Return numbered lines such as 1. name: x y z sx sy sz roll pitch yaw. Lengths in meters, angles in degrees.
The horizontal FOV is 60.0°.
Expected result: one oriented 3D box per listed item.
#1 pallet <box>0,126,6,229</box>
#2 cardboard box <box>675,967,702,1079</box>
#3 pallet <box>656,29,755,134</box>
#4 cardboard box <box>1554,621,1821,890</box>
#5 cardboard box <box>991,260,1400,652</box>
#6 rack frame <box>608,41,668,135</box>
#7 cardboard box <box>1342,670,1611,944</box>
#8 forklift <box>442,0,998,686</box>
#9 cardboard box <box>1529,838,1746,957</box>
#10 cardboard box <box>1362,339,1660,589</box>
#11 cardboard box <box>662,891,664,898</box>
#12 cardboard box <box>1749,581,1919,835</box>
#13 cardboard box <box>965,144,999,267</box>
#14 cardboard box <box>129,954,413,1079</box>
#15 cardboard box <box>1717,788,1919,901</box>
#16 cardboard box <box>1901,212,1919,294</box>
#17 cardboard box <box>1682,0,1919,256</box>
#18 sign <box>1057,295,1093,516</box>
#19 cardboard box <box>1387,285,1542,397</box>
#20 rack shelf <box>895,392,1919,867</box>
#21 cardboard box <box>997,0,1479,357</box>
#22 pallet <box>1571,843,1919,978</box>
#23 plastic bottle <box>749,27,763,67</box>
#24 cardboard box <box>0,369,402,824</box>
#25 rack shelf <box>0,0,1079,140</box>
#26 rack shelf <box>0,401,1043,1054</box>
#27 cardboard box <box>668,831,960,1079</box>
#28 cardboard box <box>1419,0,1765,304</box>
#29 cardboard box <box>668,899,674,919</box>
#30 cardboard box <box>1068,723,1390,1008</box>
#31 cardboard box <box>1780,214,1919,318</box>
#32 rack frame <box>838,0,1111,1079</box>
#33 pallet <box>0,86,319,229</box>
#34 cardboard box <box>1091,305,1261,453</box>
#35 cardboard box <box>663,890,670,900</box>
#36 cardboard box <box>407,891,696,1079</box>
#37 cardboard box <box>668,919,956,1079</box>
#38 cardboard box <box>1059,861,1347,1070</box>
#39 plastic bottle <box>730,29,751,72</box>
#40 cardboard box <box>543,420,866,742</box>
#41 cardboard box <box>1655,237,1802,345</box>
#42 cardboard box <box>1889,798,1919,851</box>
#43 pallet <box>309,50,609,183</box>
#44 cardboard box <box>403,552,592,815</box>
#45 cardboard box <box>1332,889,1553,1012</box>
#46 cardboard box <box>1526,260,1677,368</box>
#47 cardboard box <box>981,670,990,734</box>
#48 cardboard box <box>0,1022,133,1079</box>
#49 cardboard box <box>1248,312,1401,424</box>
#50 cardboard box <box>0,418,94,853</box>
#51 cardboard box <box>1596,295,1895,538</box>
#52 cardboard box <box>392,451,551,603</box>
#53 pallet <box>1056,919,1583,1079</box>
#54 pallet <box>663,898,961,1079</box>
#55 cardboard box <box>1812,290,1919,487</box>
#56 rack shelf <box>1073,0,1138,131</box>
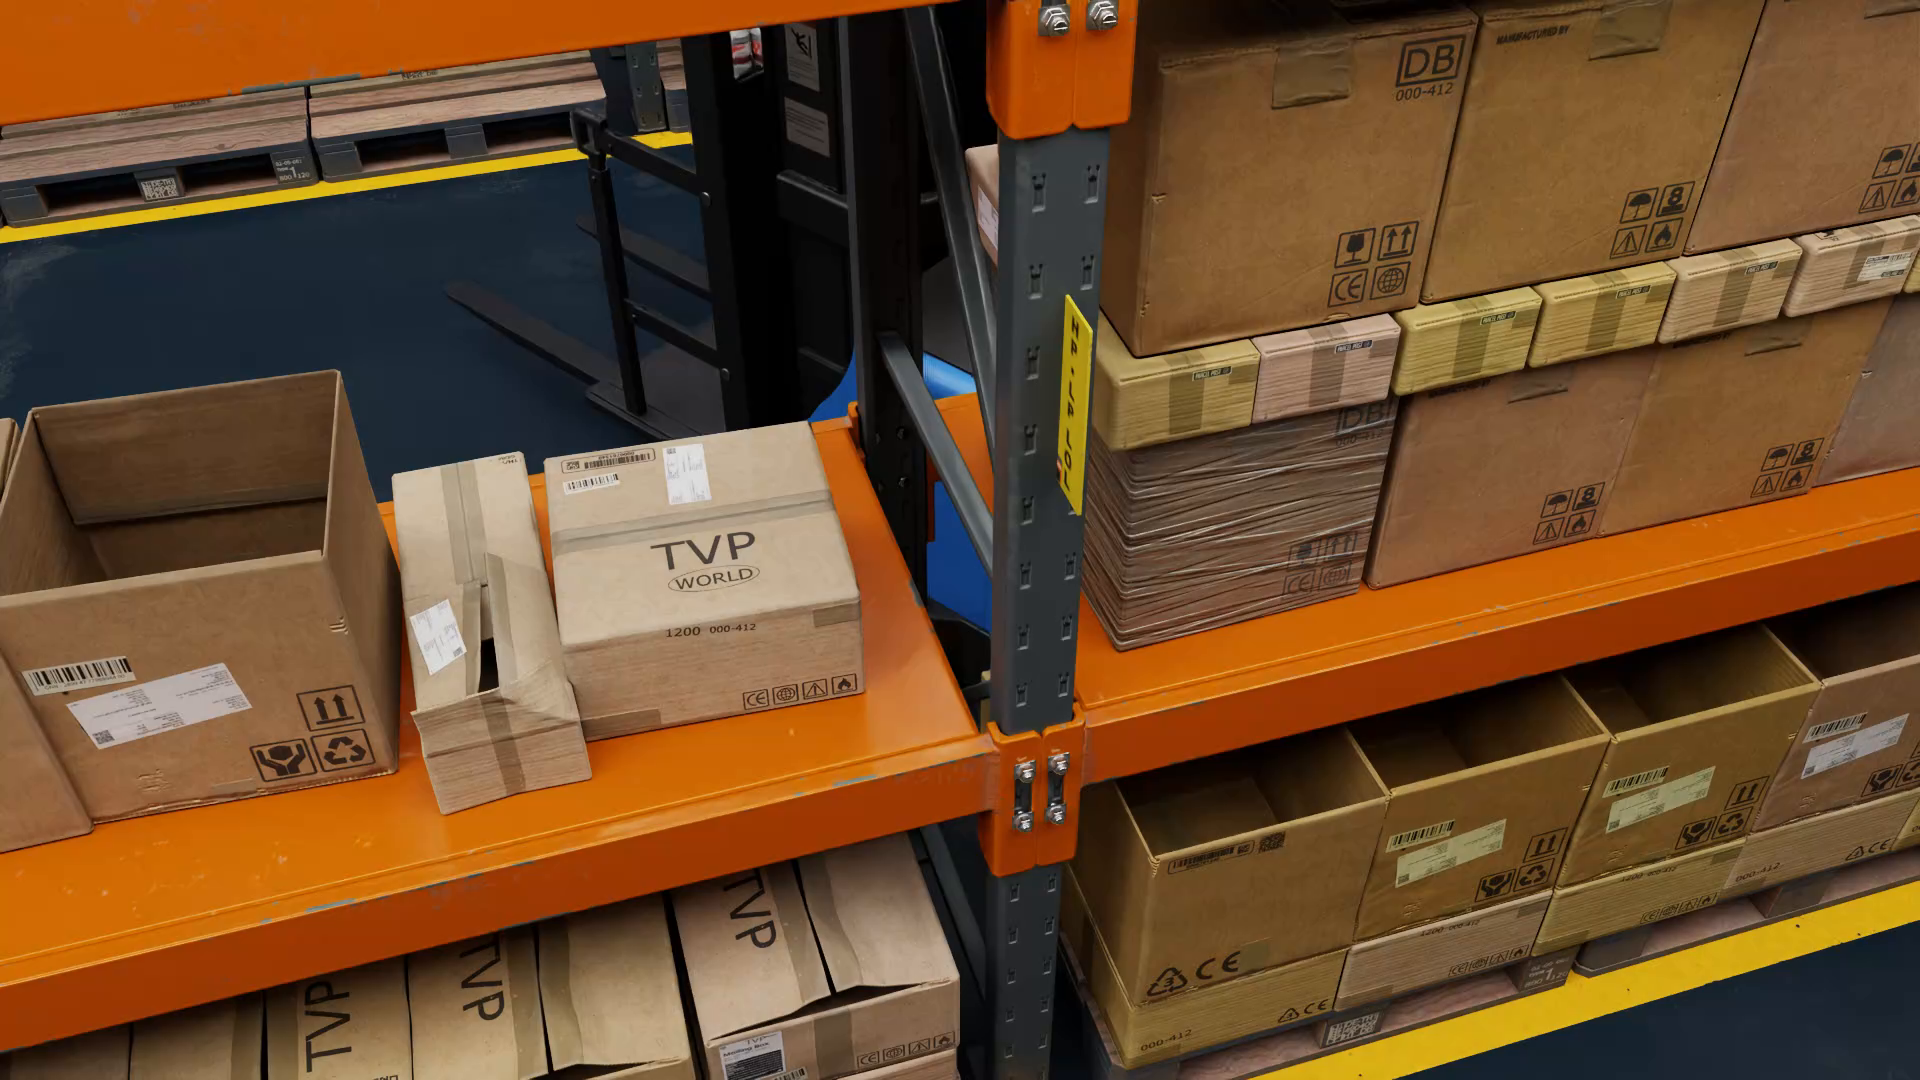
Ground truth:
1. pallet: -4.561 -1.518 6.827 1.213 0.211 1.003 -12 42 -13
2. cardboard box: -0.803 1.120 3.459 0.500 0.250 0.500 -12 43 -14
3. pallet: -0.843 -2.286 7.706 1.213 0.211 1.003 -12 42 -13
4. cardboard box: 1.478 0.382 3.734 0.500 0.500 0.500 -12 42 -13
5. cardboard box: 0.410 -0.250 3.180 0.500 0.500 0.700 -13 43 -14
6. rack frame: -1.496 -3.230 6.667 0.127 3.000 1.000 -12 42 -13
7. cardboard box: 0.999 0.476 3.626 0.500 0.500 0.500 -12 42 -13
8. forklift: -0.481 -1.369 4.590 3.031 2.935 1.130 29 49 29
9. cardboard box: 1.478 0.664 3.980 0.500 0.250 0.500 -12 42 -13
10. cardboard box: 0.911 -0.358 3.304 0.500 0.500 0.700 -12 43 -14
11. cardboard box: -0.960 0.567 3.666 0.500 0.311 0.500 -12 43 -14
12. cardboard box: 1.955 0.282 3.849 0.500 0.500 0.500 -12 42 -13
13. cardboard box: 0.183 -0.591 3.077 0.250 0.149 0.380 -12 42 -13
14. cardboard box: -1.283 1.010 3.159 0.500 0.311 0.500 -12 43 -13
15. cardboard box: 1.954 0.562 4.098 0.500 0.250 0.500 -12 42 -13
16. cardboard box: 1.779 -0.642 3.136 0.250 0.149 0.380 -12 43 -13
17. cardboard box: 1.369 -0.937 2.981 0.500 0.500 0.700 -12 42 -13
18. sign: 0.160 -0.188 2.365 0.005 0.325 0.100 -12 42 -13
19. cardboard box: 0.788 -0.436 2.900 0.250 0.149 0.380 -13 43 -14
20. rack shelf: 1.896 -0.245 3.797 4.000 0.370 1.077 -12 42 -13
21. cardboard box: 0.410 -0.738 2.753 0.500 0.500 0.700 -12 42 -13
22. pallet: 1.925 0.555 4.454 1.213 0.211 1.003 -12 42 -13
23. plastic bottle: -0.867 -2.170 7.246 0.097 0.201 0.097 0 41 0
24. cardboard box: -1.252 0.088 2.794 0.500 0.500 0.500 -9 42 -10
25. rack shelf: -1.919 -0.584 1.905 4.000 0.370 1.077 -12 42 -13
26. rack shelf: -1.919 0.546 2.892 4.000 0.370 1.077 -12 42 -13
27. cardboard box: -0.312 0.806 3.392 0.500 0.311 0.500 -12 42 -13
28. cardboard box: 0.891 -0.839 2.868 0.500 0.500 0.700 -12 43 -13
29. cardboard box: -0.471 0.681 3.961 0.500 0.250 0.500 -13 43 -14
30. cardboard box: 0.525 0.579 3.508 0.500 0.500 0.500 -12 42 -13
31. cardboard box: 1.531 -0.591 3.078 0.250 0.149 0.380 -13 43 -14
32. rack frame: -0.012 -0.120 3.108 0.127 3.000 1.000 -12 42 -13
33. pallet: -3.399 -1.756 7.100 1.213 0.211 1.003 -12 42 -13
34. cardboard box: 0.303 -0.334 2.783 0.250 0.149 0.380 -12 43 -13
35. cardboard box: -0.481 0.471 3.775 0.500 0.311 0.500 -12 42 -13
36. cardboard box: -0.806 0.912 3.270 0.500 0.311 0.500 -11 42 -12
37. cardboard box: -0.320 1.021 3.572 0.500 0.250 0.500 -12 43 -13
38. cardboard box: 0.522 0.856 3.762 0.500 0.250 0.500 -12 42 -13
39. plastic bottle: -0.964 -2.149 7.223 0.097 0.201 0.097 0 41 0
40. cardboard box: -0.468 0.061 3.015 0.500 0.250 0.500 -9 42 -10
41. cardboard box: 1.277 -0.537 3.015 0.250 0.149 0.380 -13 43 -14
42. cardboard box: 2.431 0.464 4.210 0.500 0.250 0.500 -12 42 -13
43. pallet: -2.234 -2.000 7.379 1.213 0.211 1.003 -12 42 -13
44. cardboard box: -0.795 0.219 2.821 0.258 0.266 0.396 -13 43 -14
45. cardboard box: 1.000 0.760 3.871 0.500 0.250 0.500 -12 42 -13
46. cardboard box: 1.037 -0.488 2.960 0.250 0.149 0.380 -12 43 -13
47. cardboard box: 0.365 0.528 4.136 0.500 0.250 0.500 -12 42 -13
48. cardboard box: -1.764 1.107 3.048 0.500 0.311 0.500 -12 43 -14
49. cardboard box: 0.542 -0.384 2.840 0.250 0.149 0.380 -11 42 -12
50. cardboard box: -1.729 0.187 2.681 0.500 0.500 0.500 -12 42 -13
51. cardboard box: 1.390 -0.455 3.415 0.500 0.500 0.700 -11 42 -12
52. cardboard box: -0.918 0.021 3.137 0.250 0.149 0.380 -12 42 -13
53. pallet: 0.759 0.799 4.175 1.213 0.211 1.003 -12 42 -13
54. pallet: -0.703 1.100 3.831 1.213 0.211 1.003 -12 42 -13
55. cardboard box: 1.879 -0.557 3.531 0.500 0.500 0.700 -11 42 -12
56. rack shelf: 1.896 -1.374 2.810 4.000 0.370 1.077 -12 42 -13
